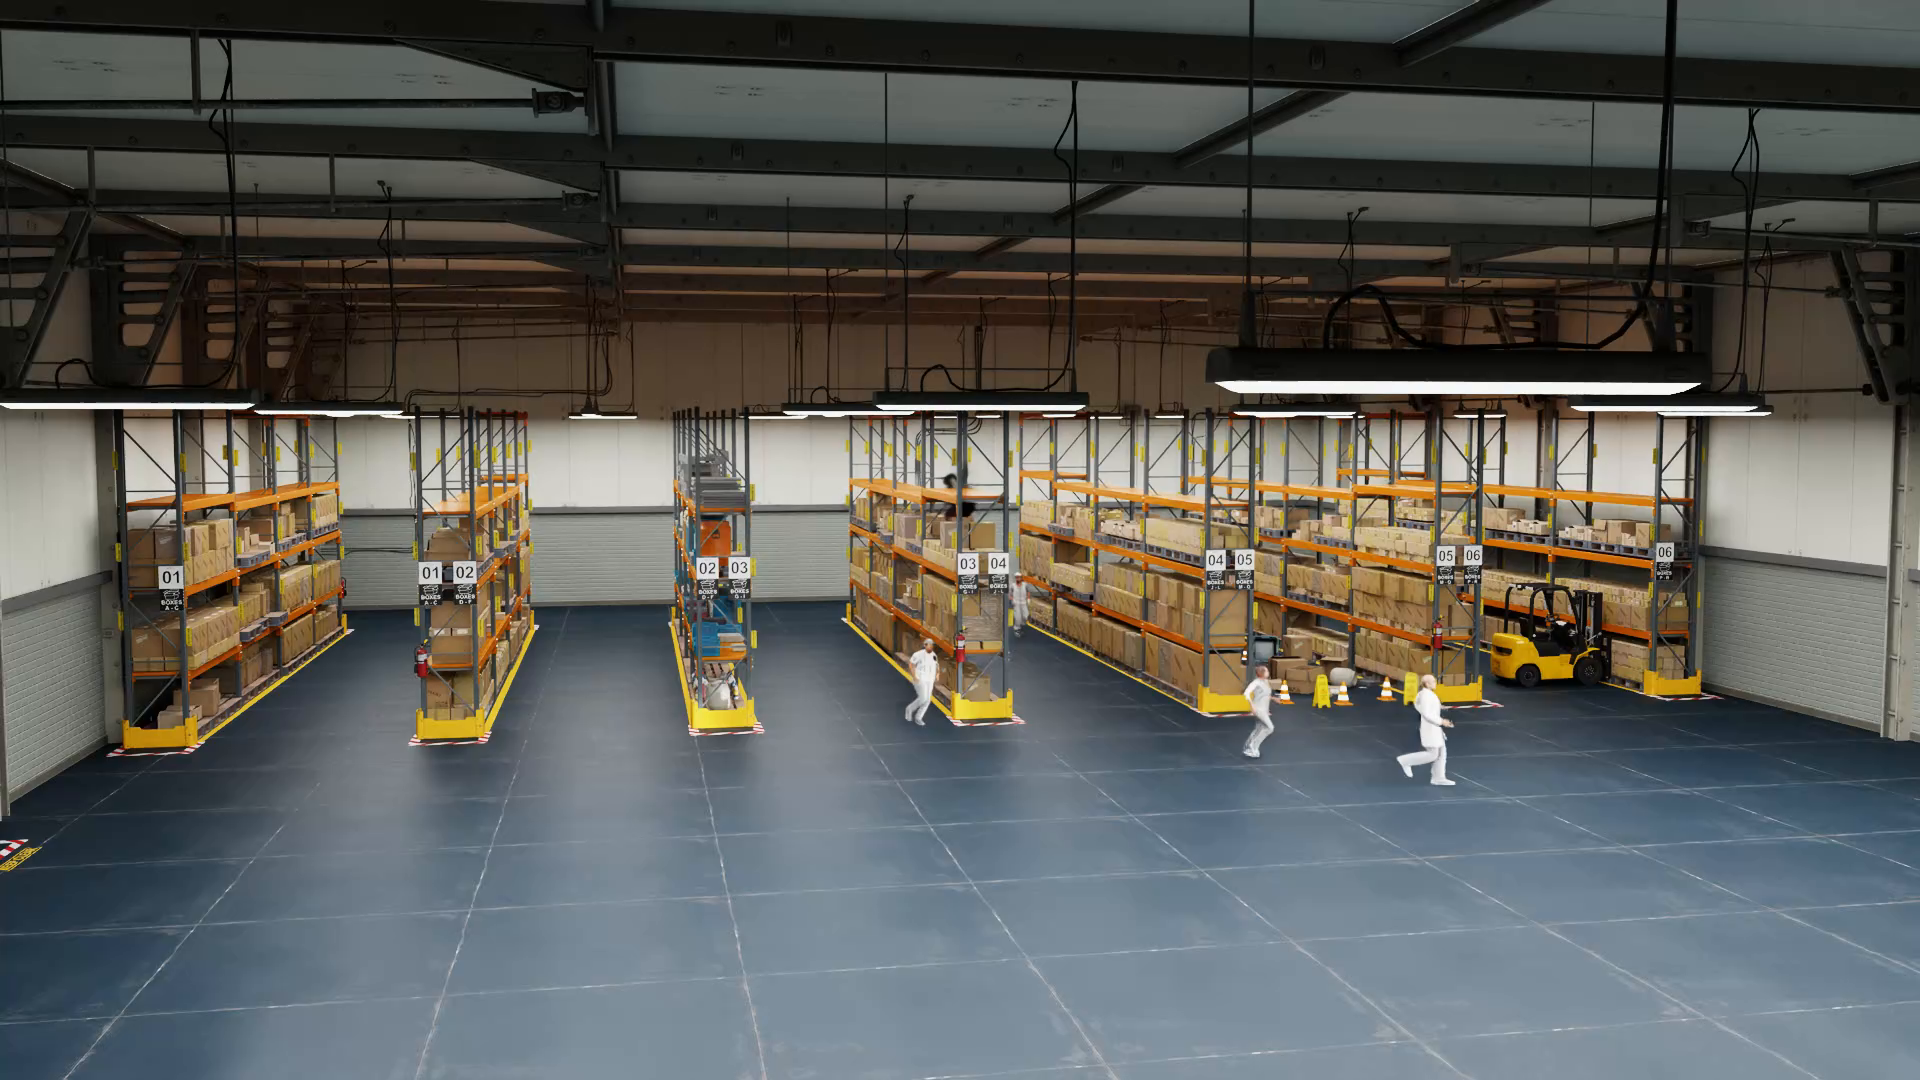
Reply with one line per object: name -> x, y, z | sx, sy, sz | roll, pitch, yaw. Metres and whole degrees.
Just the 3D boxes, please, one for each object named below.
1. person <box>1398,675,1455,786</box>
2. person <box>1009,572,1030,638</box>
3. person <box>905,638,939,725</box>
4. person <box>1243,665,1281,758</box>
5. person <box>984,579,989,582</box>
person -> 7.355, 2.989, 26.183 | 0.887, 1.749, 0.721 | 1, 4, 14
person -> 1.578, 1.725, 43.910 | 0.643, 1.744, 0.552 | -1, 4, -10
person -> -0.666, 2.677, 31.573 | 0.671, 1.615, 0.519 | -3, 5, -39
person -> 5.137, 2.913, 28.316 | 0.622, 1.569, 0.538 | 2, 4, 25
person -> 0.904, 1.459, 48.930 | 0.654, 1.587, 0.530 | 3, 5, 38
